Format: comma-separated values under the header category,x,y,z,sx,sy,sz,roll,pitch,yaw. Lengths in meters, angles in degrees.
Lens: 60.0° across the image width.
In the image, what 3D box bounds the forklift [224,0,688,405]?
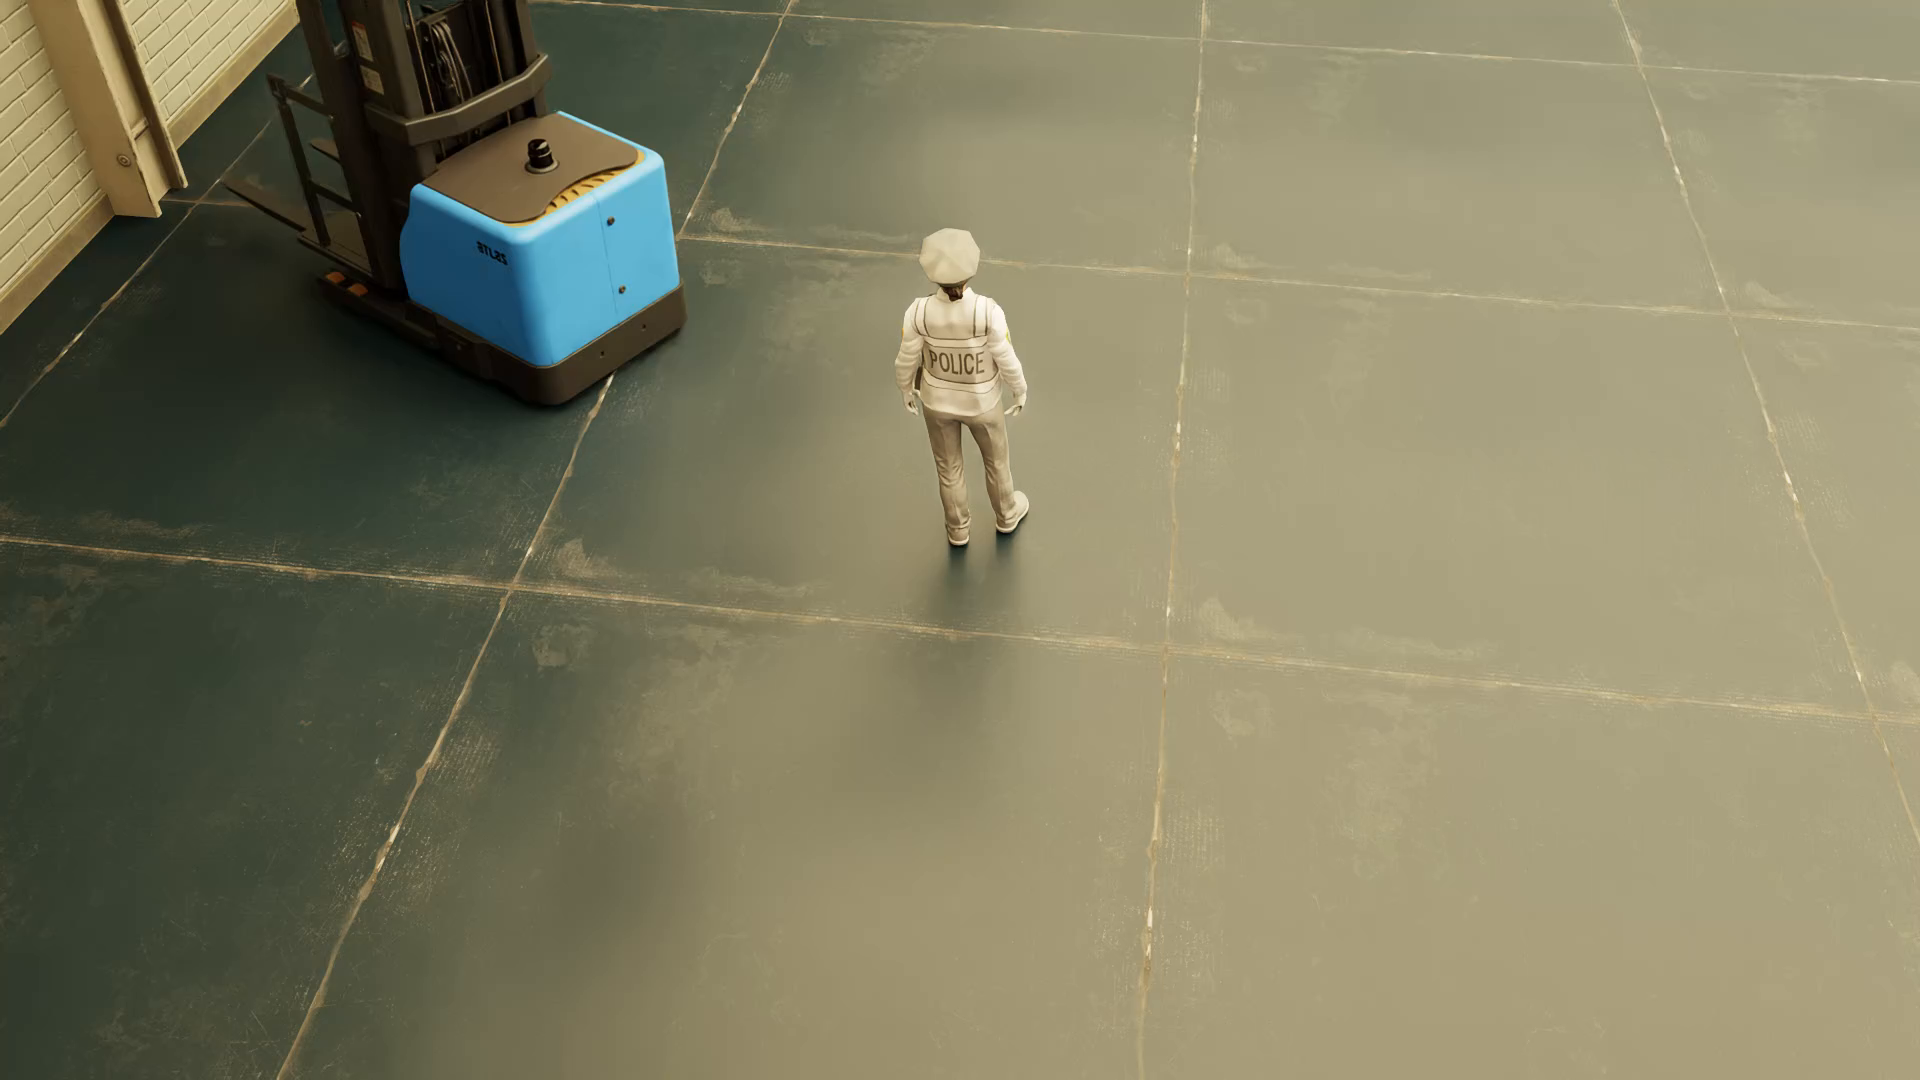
category,x,y,z,sx,sy,sz,roll,pitch,yaw
forklift,-2.969,-2.593,8.547,3.031,2.935,1.130,27,49,27

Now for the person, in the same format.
category,x,y,z,sx,sy,sz,roll,pitch,yaw
person,0.016,-0.675,7.362,0.588,1.695,0.531,5,43,6
